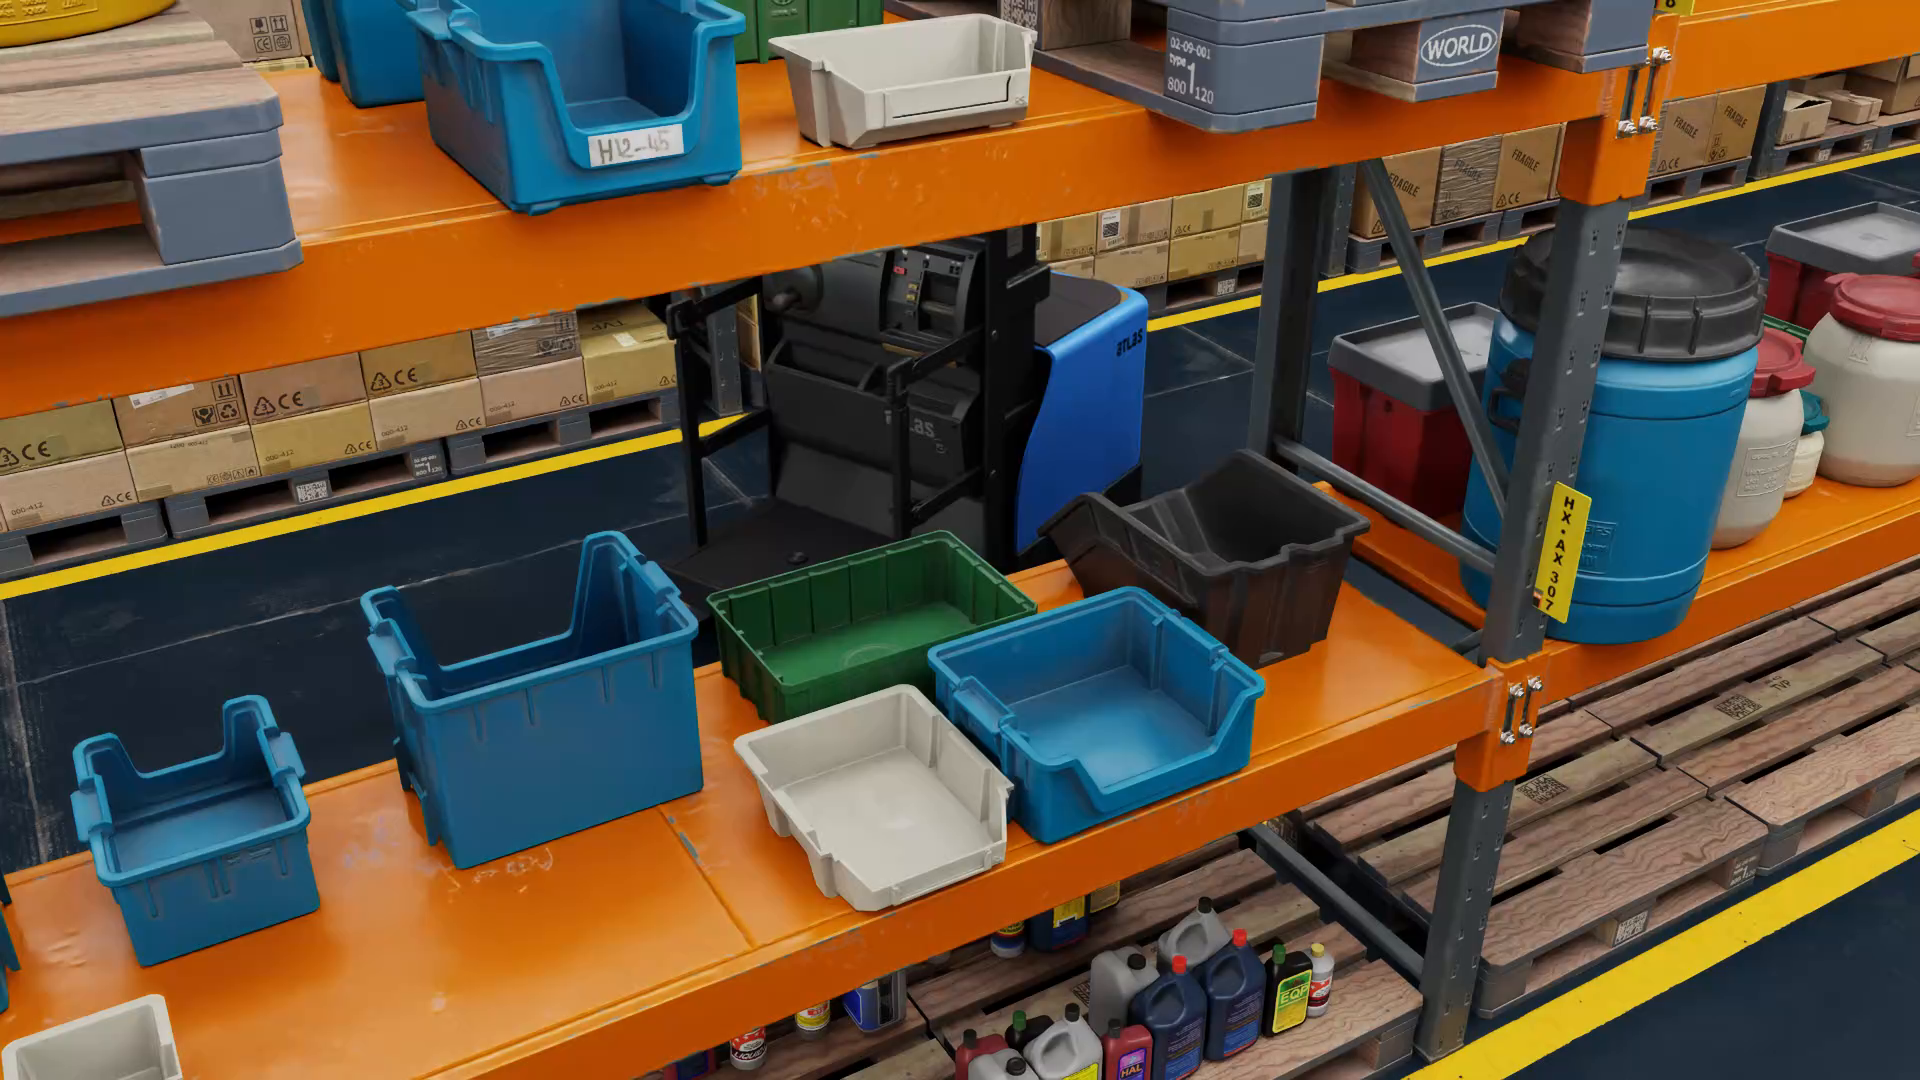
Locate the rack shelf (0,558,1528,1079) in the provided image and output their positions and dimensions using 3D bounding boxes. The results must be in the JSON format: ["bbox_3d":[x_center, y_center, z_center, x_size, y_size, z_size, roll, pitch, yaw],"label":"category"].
[{"bbox_3d":[-0.619,0.724,3.578,4.000,0.370,1.077,-16,33,-26],"label":"rack shelf"}]

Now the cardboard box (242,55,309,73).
[{"bbox_3d":[-2.850,-1.940,6.886,0.250,0.149,0.380,-15,32,-25],"label":"cardboard box"}]

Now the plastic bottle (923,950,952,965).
[{"bbox_3d":[-0.072,1.044,4.622,0.097,0.271,0.097,0,29,0],"label":"plastic bottle"}]

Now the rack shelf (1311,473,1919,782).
[{"bbox_3d":[2.830,-0.255,5.352,4.000,0.370,1.077,-16,33,-26],"label":"rack shelf"}]

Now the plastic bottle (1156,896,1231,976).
[{"bbox_3d":[0.623,1.104,4.430,0.185,0.351,0.144,-16,33,-26],"label":"plastic bottle"}]

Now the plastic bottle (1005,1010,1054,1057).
[{"bbox_3d":[0.178,1.284,4.176,0.133,0.283,0.061,-16,33,-26],"label":"plastic bottle"}]

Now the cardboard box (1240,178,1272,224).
[{"bbox_3d":[1.721,-2.119,9.815,0.500,0.311,0.500,-15,32,-25],"label":"cardboard box"}]

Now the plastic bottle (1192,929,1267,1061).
[{"bbox_3d":[0.696,1.165,4.322,0.185,0.351,0.144,-17,33,-28],"label":"plastic bottle"}]

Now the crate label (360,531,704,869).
[{"bbox_3d":[-0.894,0.320,3.529,0.616,0.435,0.502,-16,33,-26],"label":"crate label"}]

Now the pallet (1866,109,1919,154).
[{"bbox_3d":[7.142,-3.350,13.103,1.213,0.211,1.003,-16,33,-26],"label":"pallet"}]

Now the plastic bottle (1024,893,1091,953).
[{"bbox_3d":[0.272,0.972,4.671,0.185,0.351,0.144,-16,33,-26],"label":"plastic bottle"}]

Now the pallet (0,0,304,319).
[{"bbox_3d":[-1.581,-0.494,2.131,1.213,0.211,1.003,-16,33,-26],"label":"pallet"}]

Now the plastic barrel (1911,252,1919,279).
[{"bbox_3d":[3.047,-0.568,5.034,0.433,0.535,0.433,0,29,0],"label":"plastic barrel"}]

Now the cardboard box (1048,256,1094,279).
[{"bbox_3d":[0.398,-1.497,9.269,0.500,0.250,0.500,-15,32,-25],"label":"cardboard box"}]

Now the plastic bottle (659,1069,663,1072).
[{"bbox_3d":[-0.751,1.216,4.305,0.135,0.276,0.152,-16,33,-26],"label":"plastic bottle"}]

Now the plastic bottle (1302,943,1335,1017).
[{"bbox_3d":[0.950,1.171,4.465,0.097,0.201,0.097,0,29,0],"label":"plastic bottle"}]

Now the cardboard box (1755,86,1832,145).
[{"bbox_3d":[5.968,-3.131,12.147,0.500,0.311,0.500,-16,33,-26],"label":"cardboard box"}]

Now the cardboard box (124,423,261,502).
[{"bbox_3d":[-3.414,-0.430,7.336,0.500,0.250,0.500,-16,33,-26],"label":"cardboard box"}]

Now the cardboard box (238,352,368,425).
[{"bbox_3d":[-2.980,-0.879,7.373,0.500,0.500,0.500,-16,33,-26],"label":"cardboard box"}]

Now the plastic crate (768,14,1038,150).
[{"bbox_3d":[-0.074,-0.717,2.613,0.396,0.136,0.243,-16,33,-26],"label":"plastic crate"}]

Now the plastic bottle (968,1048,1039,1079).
[{"bbox_3d":[0.110,1.361,4.042,0.135,0.276,0.152,-15,32,-25],"label":"plastic bottle"}]

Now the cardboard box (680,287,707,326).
[{"bbox_3d":[-1.190,-1.347,8.997,0.500,0.250,0.500,-16,33,-27],"label":"cardboard box"}]

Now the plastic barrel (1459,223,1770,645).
[{"bbox_3d":[1.592,-0.268,4.113,0.708,0.901,0.600,-16,33,-26],"label":"plastic barrel"}]

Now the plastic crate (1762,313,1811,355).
[{"bbox_3d":[2.464,-0.531,5.328,0.662,0.188,0.450,-16,33,-26],"label":"plastic crate"}]

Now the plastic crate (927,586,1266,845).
[{"bbox_3d":[0.289,0.369,3.631,0.616,0.251,0.499,-16,33,-26],"label":"plastic crate"}]

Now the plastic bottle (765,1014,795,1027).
[{"bbox_3d":[-0.491,1.107,4.425,0.185,0.351,0.144,-14,32,-24],"label":"plastic bottle"}]

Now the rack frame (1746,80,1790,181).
[{"bbox_3d":[5.496,-4.103,11.580,0.127,3.000,1.000,-16,33,-26],"label":"rack frame"}]

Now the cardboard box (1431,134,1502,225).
[{"bbox_3d":[3.033,-2.345,10.526,0.500,0.500,0.500,-17,33,-28],"label":"cardboard box"}]

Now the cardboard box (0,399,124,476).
[{"bbox_3d":[-3.845,-0.636,6.932,0.500,0.500,0.500,-16,33,-26],"label":"cardboard box"}]

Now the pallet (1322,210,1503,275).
[{"bbox_3d":[2.711,-2.070,10.782,1.213,0.211,1.003,-16,33,-26],"label":"pallet"}]

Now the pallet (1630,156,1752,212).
[{"bbox_3d":[4.814,-2.667,11.865,1.213,0.211,1.003,-16,33,-26],"label":"pallet"}]

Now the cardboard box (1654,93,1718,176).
[{"bbox_3d":[4.786,-2.844,11.430,0.500,0.500,0.500,-16,33,-26],"label":"cardboard box"}]

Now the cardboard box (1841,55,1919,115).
[{"bbox_3d":[7.114,-3.665,12.914,0.637,0.503,0.797,-16,33,-26],"label":"cardboard box"}]

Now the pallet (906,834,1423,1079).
[{"bbox_3d":[0.505,1.288,4.698,1.213,0.211,1.003,-16,33,-26],"label":"pallet"}]

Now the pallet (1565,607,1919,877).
[{"bbox_3d":[2.816,0.632,5.887,1.213,0.211,1.003,-16,33,-26],"label":"pallet"}]

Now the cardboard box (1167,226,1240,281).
[{"bbox_3d":[1.275,-1.746,9.720,0.500,0.250,0.500,-16,33,-27],"label":"cardboard box"}]

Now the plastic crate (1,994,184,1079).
[{"bbox_3d":[-1.409,0.929,2.735,0.250,0.136,0.298,-16,33,-26],"label":"plastic crate"}]

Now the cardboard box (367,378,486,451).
[{"bbox_3d":[-2.550,-0.673,7.777,0.500,0.250,0.500,-16,33,-26],"label":"cardboard box"}]

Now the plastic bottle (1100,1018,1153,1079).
[{"bbox_3d":[0.411,1.298,4.149,0.133,0.283,0.061,-14,32,-23],"label":"plastic bottle"}]

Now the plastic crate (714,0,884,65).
[{"bbox_3d":[-0.393,-1.028,3.123,0.450,0.188,0.336,-16,33,-26],"label":"plastic crate"}]

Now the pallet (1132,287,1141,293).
[{"bbox_3d":[0.267,-1.421,9.607,1.213,0.211,1.003,-16,33,-26],"label":"pallet"}]

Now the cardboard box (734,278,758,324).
[{"bbox_3d":[-0.919,-1.368,8.455,0.500,0.311,0.500,-16,33,-26],"label":"cardboard box"}]

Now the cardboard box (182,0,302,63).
[{"bbox_3d":[-3.078,-2.277,6.825,0.500,0.500,0.700,-16,33,-26],"label":"cardboard box"}]

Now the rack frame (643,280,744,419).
[{"bbox_3d":[-1.401,-2.145,8.032,0.127,3.000,1.000,-16,33,-26],"label":"rack frame"}]

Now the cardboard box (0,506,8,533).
[{"bbox_3d":[-4.275,-0.184,6.890,0.500,0.250,0.500,-16,33,-26],"label":"cardboard box"}]

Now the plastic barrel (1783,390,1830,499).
[{"bbox_3d":[2.324,-0.280,4.796,0.301,0.262,0.301,0,29,0],"label":"plastic barrel"}]

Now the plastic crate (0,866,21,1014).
[{"bbox_3d":[-2.064,0.717,3.001,0.616,0.251,0.499,-16,33,-26],"label":"plastic crate"}]

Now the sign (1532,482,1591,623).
[{"bbox_3d":[1.374,0.030,3.804,0.005,0.325,0.100,-16,33,-26],"label":"sign"}]

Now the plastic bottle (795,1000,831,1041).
[{"bbox_3d":[-0.392,1.212,4.390,0.097,0.201,0.097,0,29,0],"label":"plastic bottle"}]

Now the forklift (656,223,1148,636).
[{"bbox_3d":[-0.456,-0.920,5.884,1.130,2.935,3.031,19,34,30],"label":"forklift"}]

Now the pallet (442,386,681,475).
[{"bbox_3d":[-2.108,-0.747,8.384,1.213,0.211,1.003,-16,33,-26],"label":"pallet"}]

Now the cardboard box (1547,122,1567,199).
[{"bbox_3d":[3.916,-2.596,10.980,0.500,0.500,0.500,-17,33,-28],"label":"cardboard box"}]

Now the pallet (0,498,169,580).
[{"bbox_3d":[-4.212,-0.149,7.302,1.213,0.211,1.003,-16,33,-26],"label":"pallet"}]

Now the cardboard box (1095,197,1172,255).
[{"bbox_3d":[0.839,-1.866,9.358,0.500,0.311,0.500,-16,33,-27],"label":"cardboard box"}]

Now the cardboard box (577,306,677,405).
[{"bbox_3d":[-1.690,-0.920,8.224,0.500,0.250,0.500,-16,33,-26],"label":"cardboard box"}]

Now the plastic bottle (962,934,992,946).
[{"bbox_3d":[0.036,0.958,4.696,0.185,0.351,0.144,-17,33,-28],"label":"plastic bottle"}]

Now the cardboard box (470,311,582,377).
[{"bbox_3d":[-2.127,-1.131,7.830,0.500,0.500,0.500,-16,33,-26],"label":"cardboard box"}]
